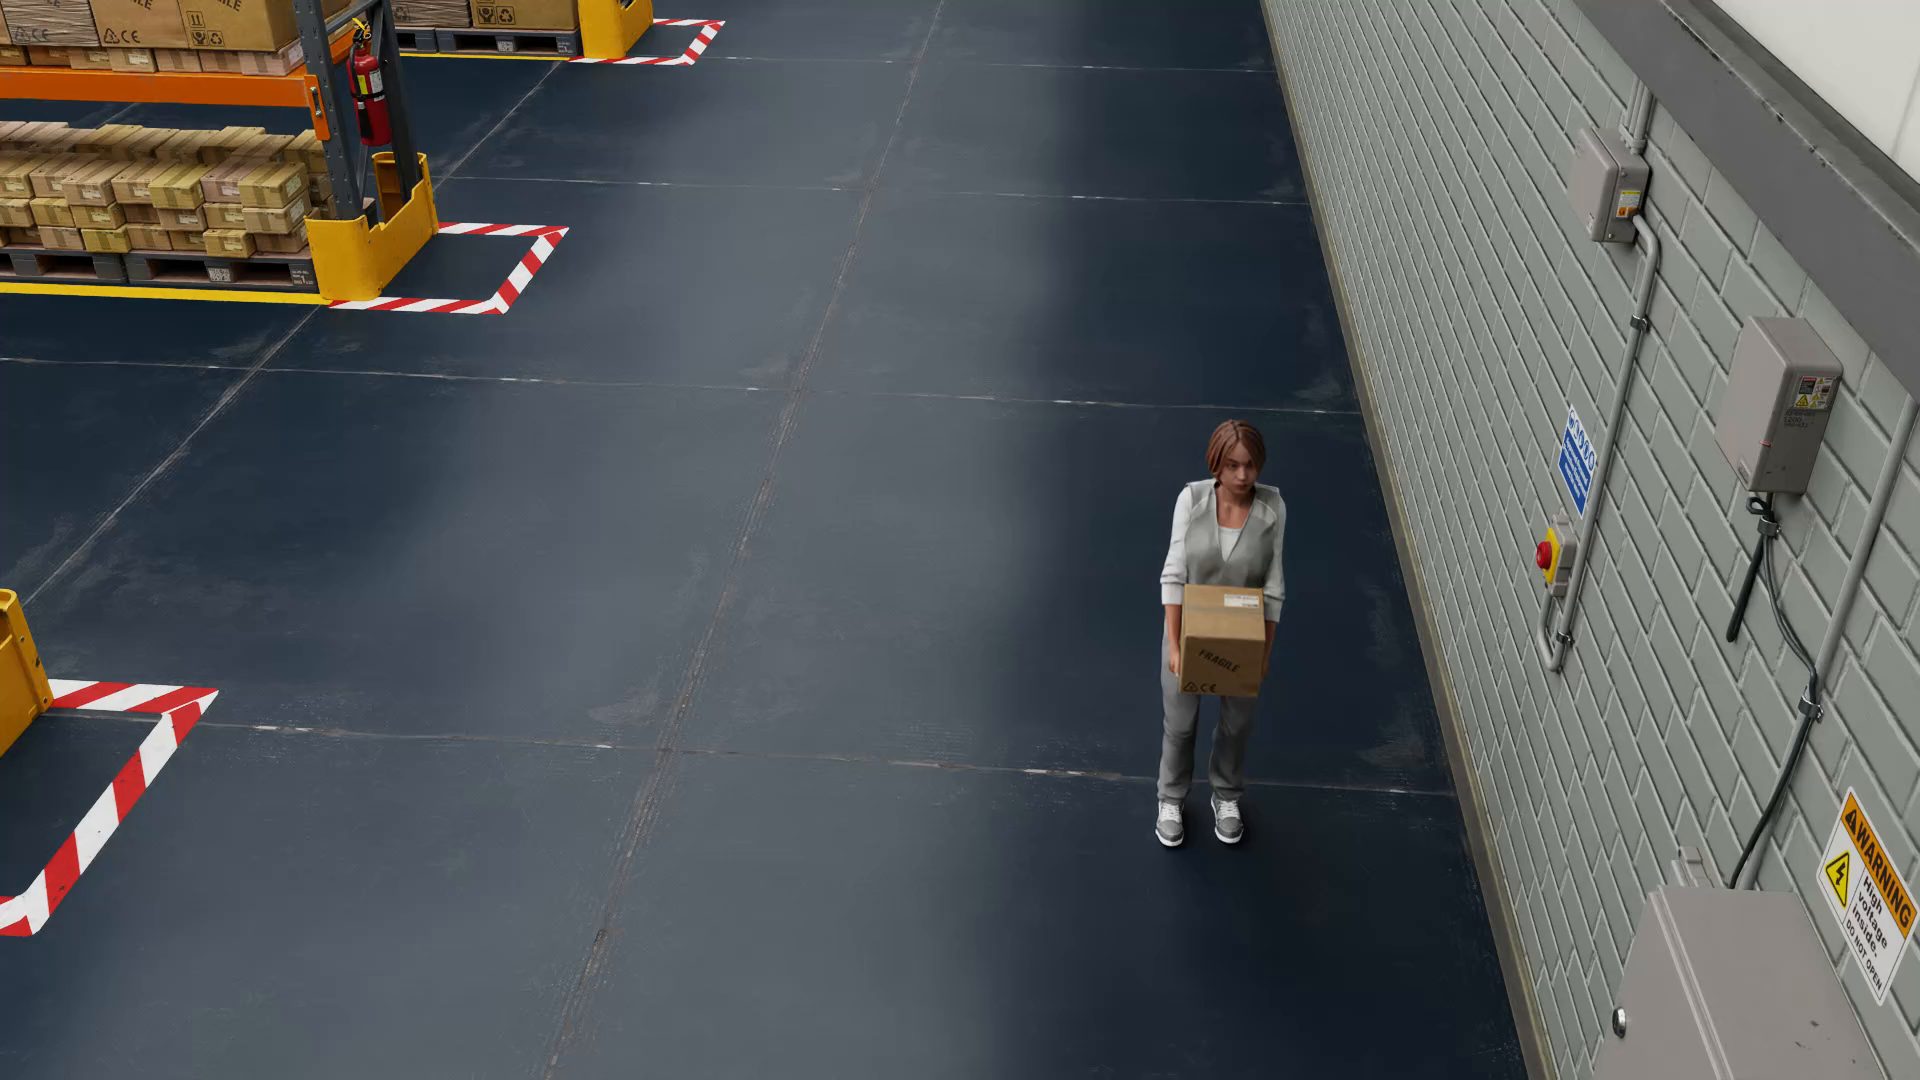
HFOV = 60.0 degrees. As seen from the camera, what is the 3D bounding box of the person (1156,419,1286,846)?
[{"bbox_3d":[0.858,0.373,5.564,0.404,1.591,0.491,3,33,5],"label":"person"}]
